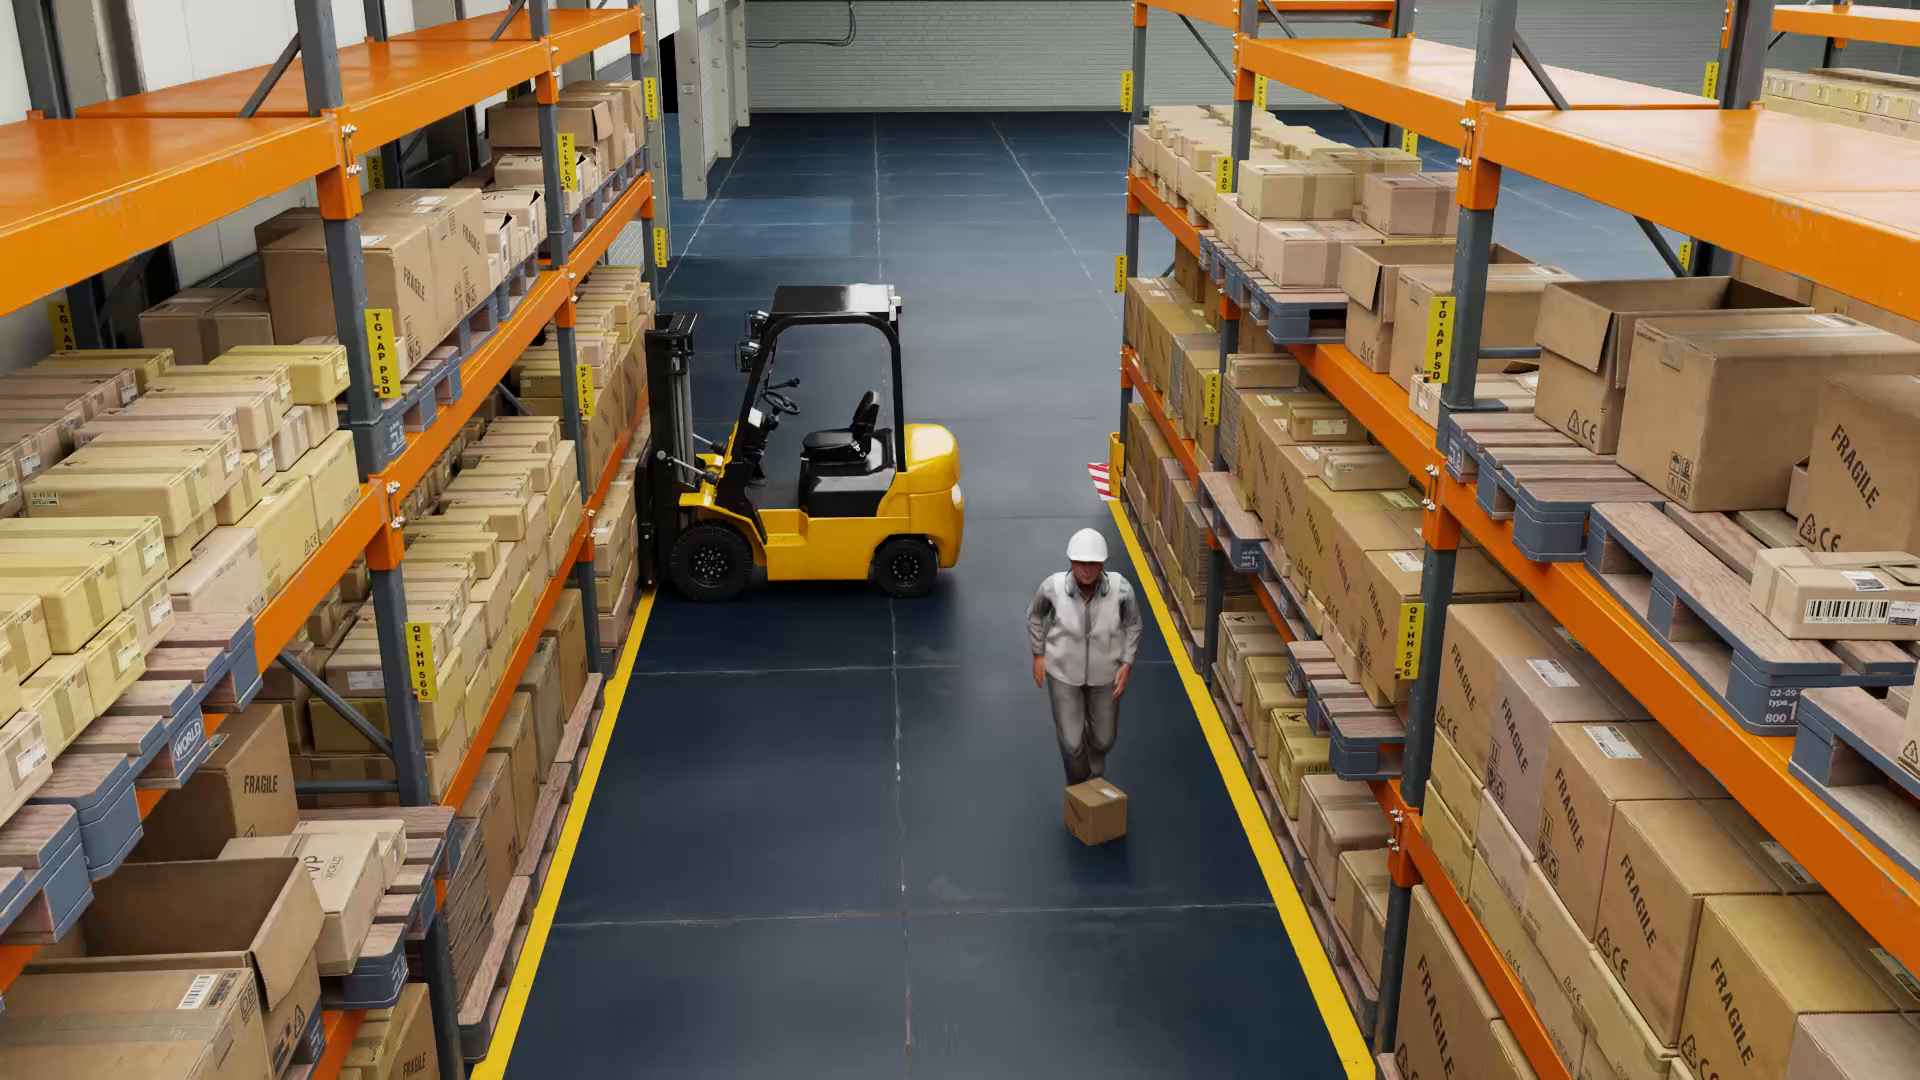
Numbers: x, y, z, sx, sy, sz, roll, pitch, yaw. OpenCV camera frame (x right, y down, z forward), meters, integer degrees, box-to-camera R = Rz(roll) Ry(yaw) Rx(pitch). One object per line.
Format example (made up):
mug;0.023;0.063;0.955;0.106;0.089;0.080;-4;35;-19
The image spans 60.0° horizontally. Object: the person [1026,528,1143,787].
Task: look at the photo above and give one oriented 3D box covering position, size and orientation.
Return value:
person;0.679;0.688;9.229;0.631;1.726;0.744;-1;20;-2
